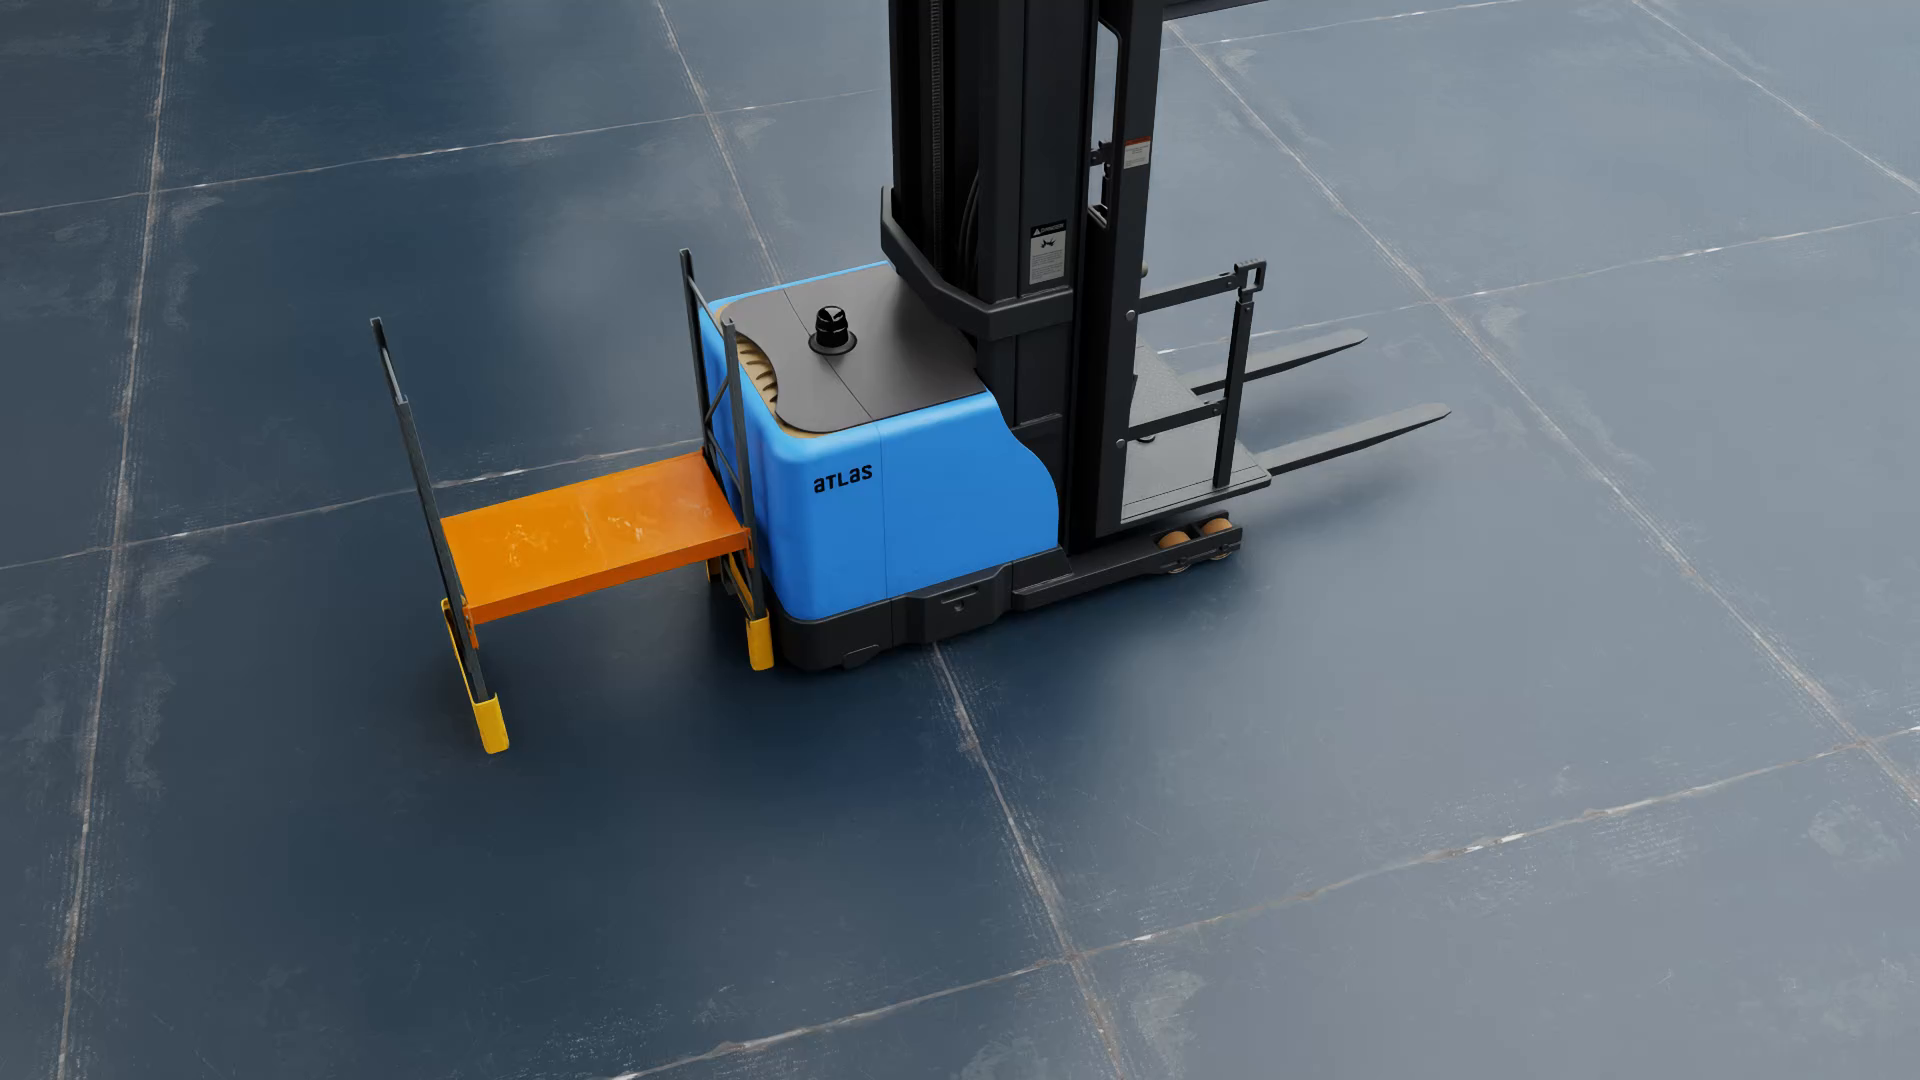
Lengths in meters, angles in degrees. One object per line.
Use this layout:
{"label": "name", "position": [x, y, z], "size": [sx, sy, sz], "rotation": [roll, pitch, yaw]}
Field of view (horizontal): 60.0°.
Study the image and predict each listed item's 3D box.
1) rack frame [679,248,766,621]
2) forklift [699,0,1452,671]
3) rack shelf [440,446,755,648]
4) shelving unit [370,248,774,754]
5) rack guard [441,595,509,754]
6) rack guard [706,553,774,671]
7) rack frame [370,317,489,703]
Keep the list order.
{"label": "rack frame", "position": [-0.828, -0.265, 5.913], "size": [0.032, 1.500, 0.500], "rotation": [-16, 44, -18]}
{"label": "forklift", "position": [0.567, -1.273, 5.979], "size": [3.031, 2.935, 1.130], "rotation": [-17, 44, -18]}
{"label": "rack shelf", "position": [-1.291, 0.008, 5.874], "size": [1.000, 0.185, 0.538], "rotation": [-16, 44, -18]}
{"label": "shelving unit", "position": [-1.300, -0.125, 5.753], "size": [1.083, 1.500, 0.587], "rotation": [-16, 44, -18]}
{"label": "rack guard", "position": [-1.754, 0.480, 6.010], "size": [0.087, 0.250, 0.587], "rotation": [-16, 44, -18]}
{"label": "rack guard", "position": [-0.845, 0.211, 6.318], "size": [0.087, 0.250, 0.587], "rotation": [-16, 44, -18]}
{"label": "rack frame", "position": [-1.755, 0.010, 5.599], "size": [0.032, 1.500, 0.500], "rotation": [-16, 44, -18]}
